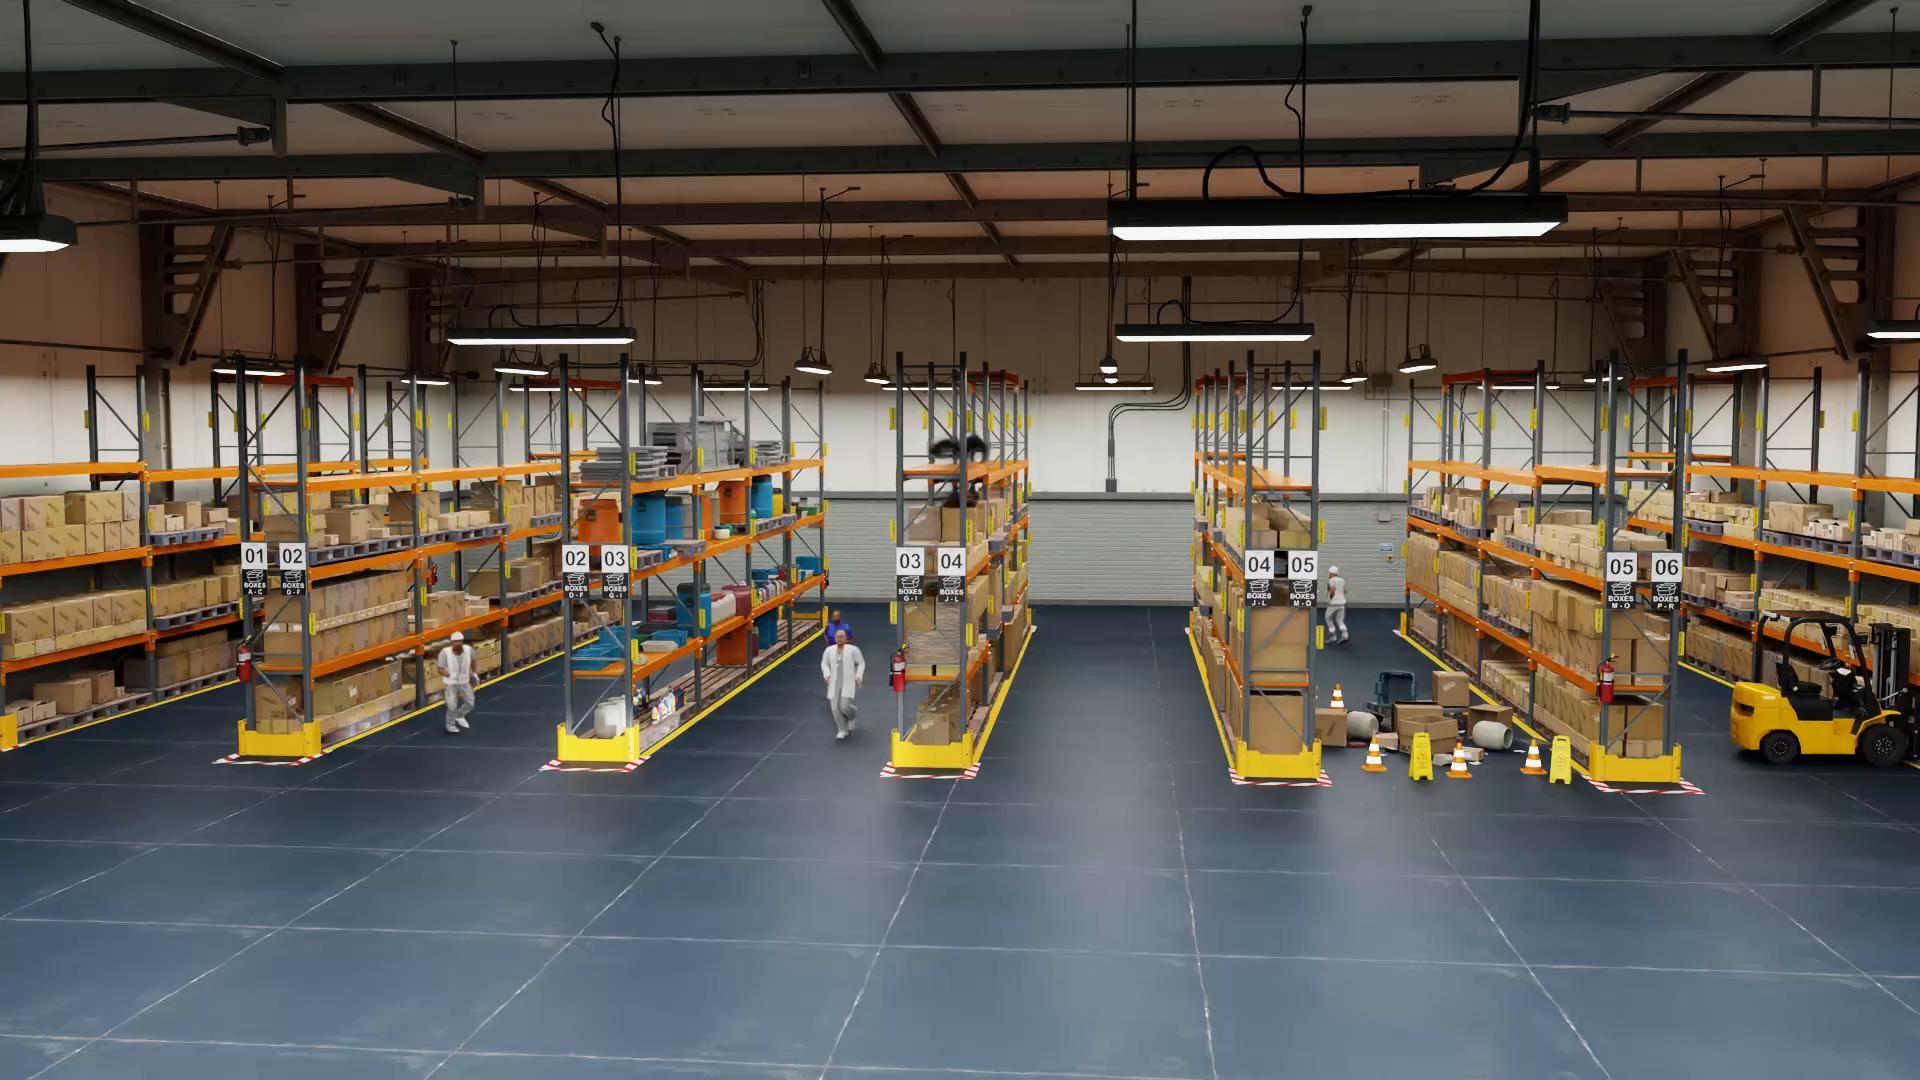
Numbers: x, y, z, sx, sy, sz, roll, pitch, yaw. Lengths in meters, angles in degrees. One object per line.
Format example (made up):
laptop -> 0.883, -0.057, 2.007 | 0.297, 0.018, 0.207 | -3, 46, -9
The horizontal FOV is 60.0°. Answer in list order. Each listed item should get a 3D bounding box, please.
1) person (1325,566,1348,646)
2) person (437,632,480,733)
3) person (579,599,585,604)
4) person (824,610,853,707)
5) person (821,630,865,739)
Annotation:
person -> 8.484, 1.475, 37.161 | 0.621, 1.753, 0.860 | -2, 4, -23
person -> -8.019, 2.284, 26.603 | 0.701, 1.668, 0.750 | -3, 5, -35
person -> -9.705, 1.212, 41.915 | 0.632, 1.650, 0.589 | 1, 4, 8
person -> -2.167, 2.078, 29.468 | 0.565, 1.695, 0.733 | 1, 4, 8
person -> -1.870, 2.277, 26.315 | 0.691, 1.723, 0.679 | 1, 4, 12
